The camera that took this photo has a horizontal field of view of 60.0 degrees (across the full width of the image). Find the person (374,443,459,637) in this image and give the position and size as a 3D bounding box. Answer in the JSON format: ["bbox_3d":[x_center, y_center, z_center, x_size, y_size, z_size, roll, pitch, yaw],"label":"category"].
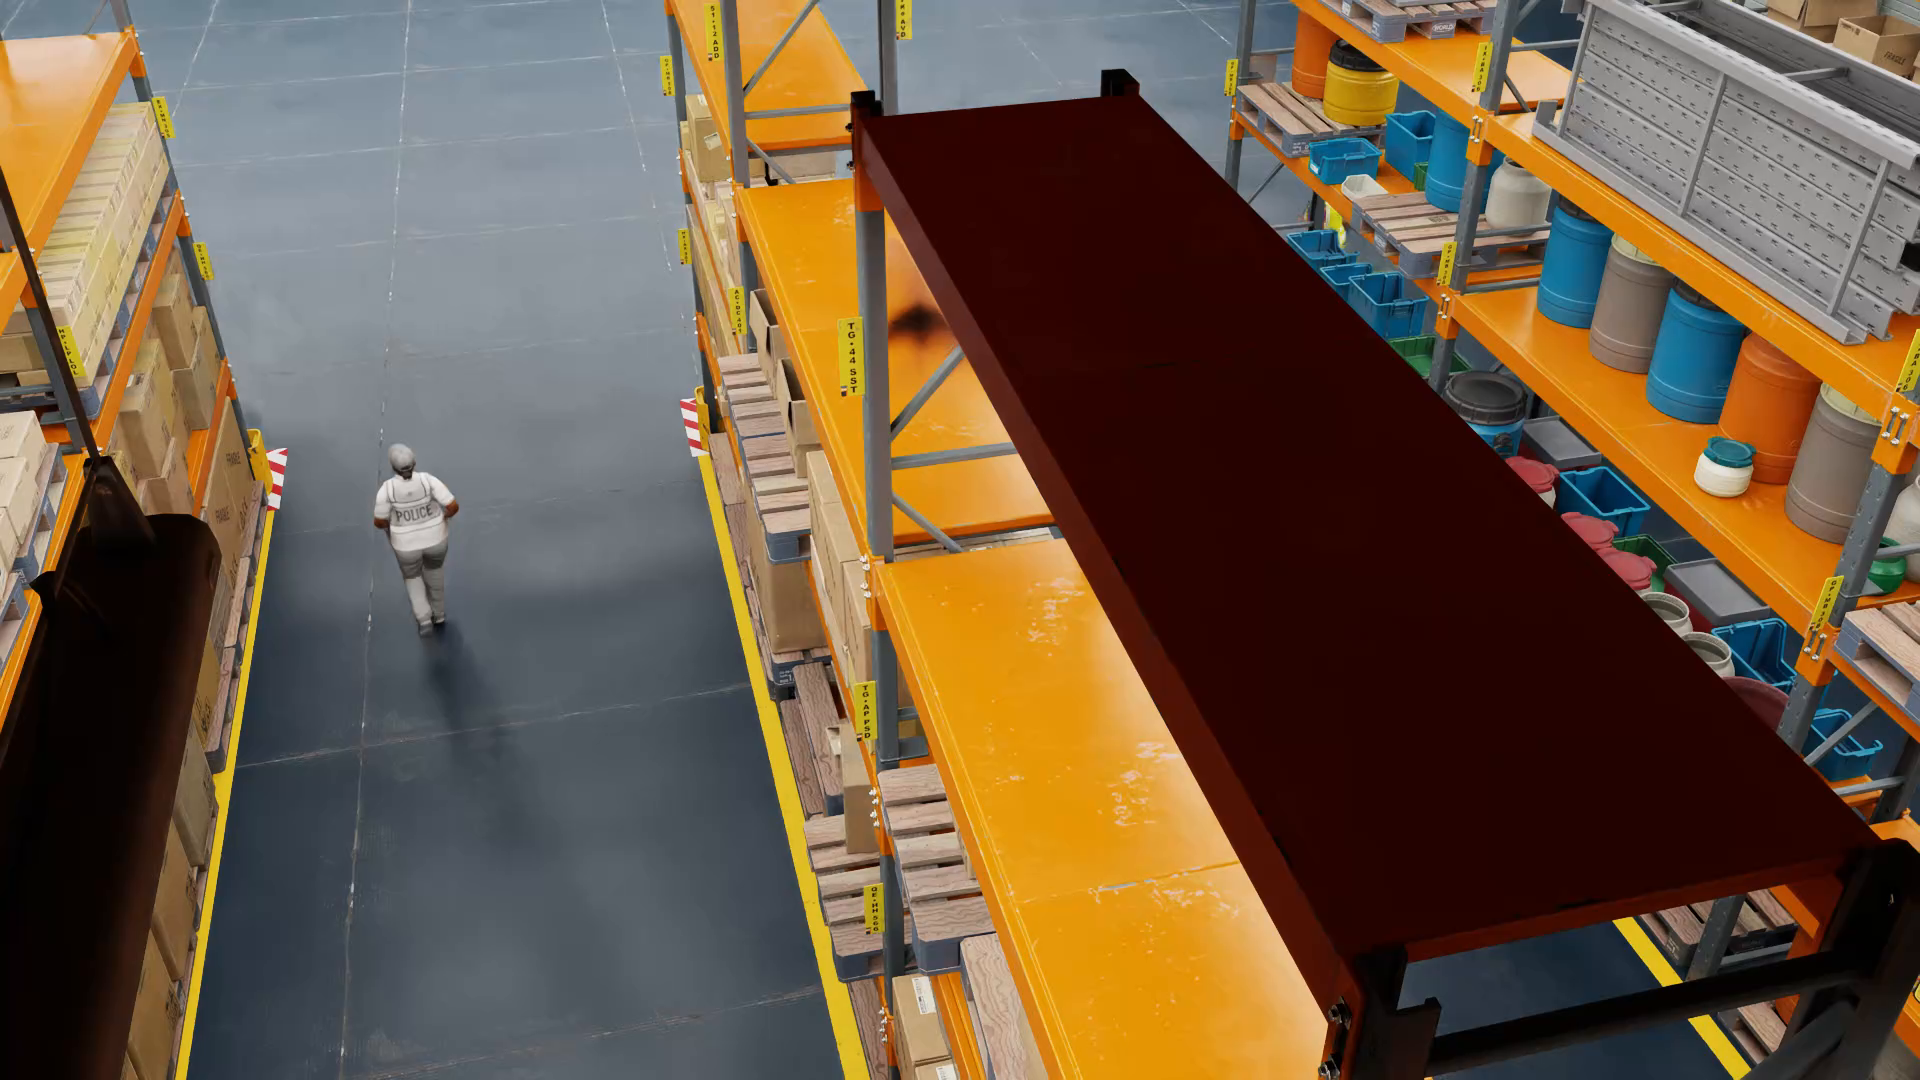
[{"bbox_3d":[-4.087,0.016,12.636,0.614,1.648,0.631,-15,37,-20],"label":"person"}]

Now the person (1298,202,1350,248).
[{"bbox_3d":[3.717,-2.968,16.901,0.899,1.773,0.721,25,42,32],"label":"person"}]
